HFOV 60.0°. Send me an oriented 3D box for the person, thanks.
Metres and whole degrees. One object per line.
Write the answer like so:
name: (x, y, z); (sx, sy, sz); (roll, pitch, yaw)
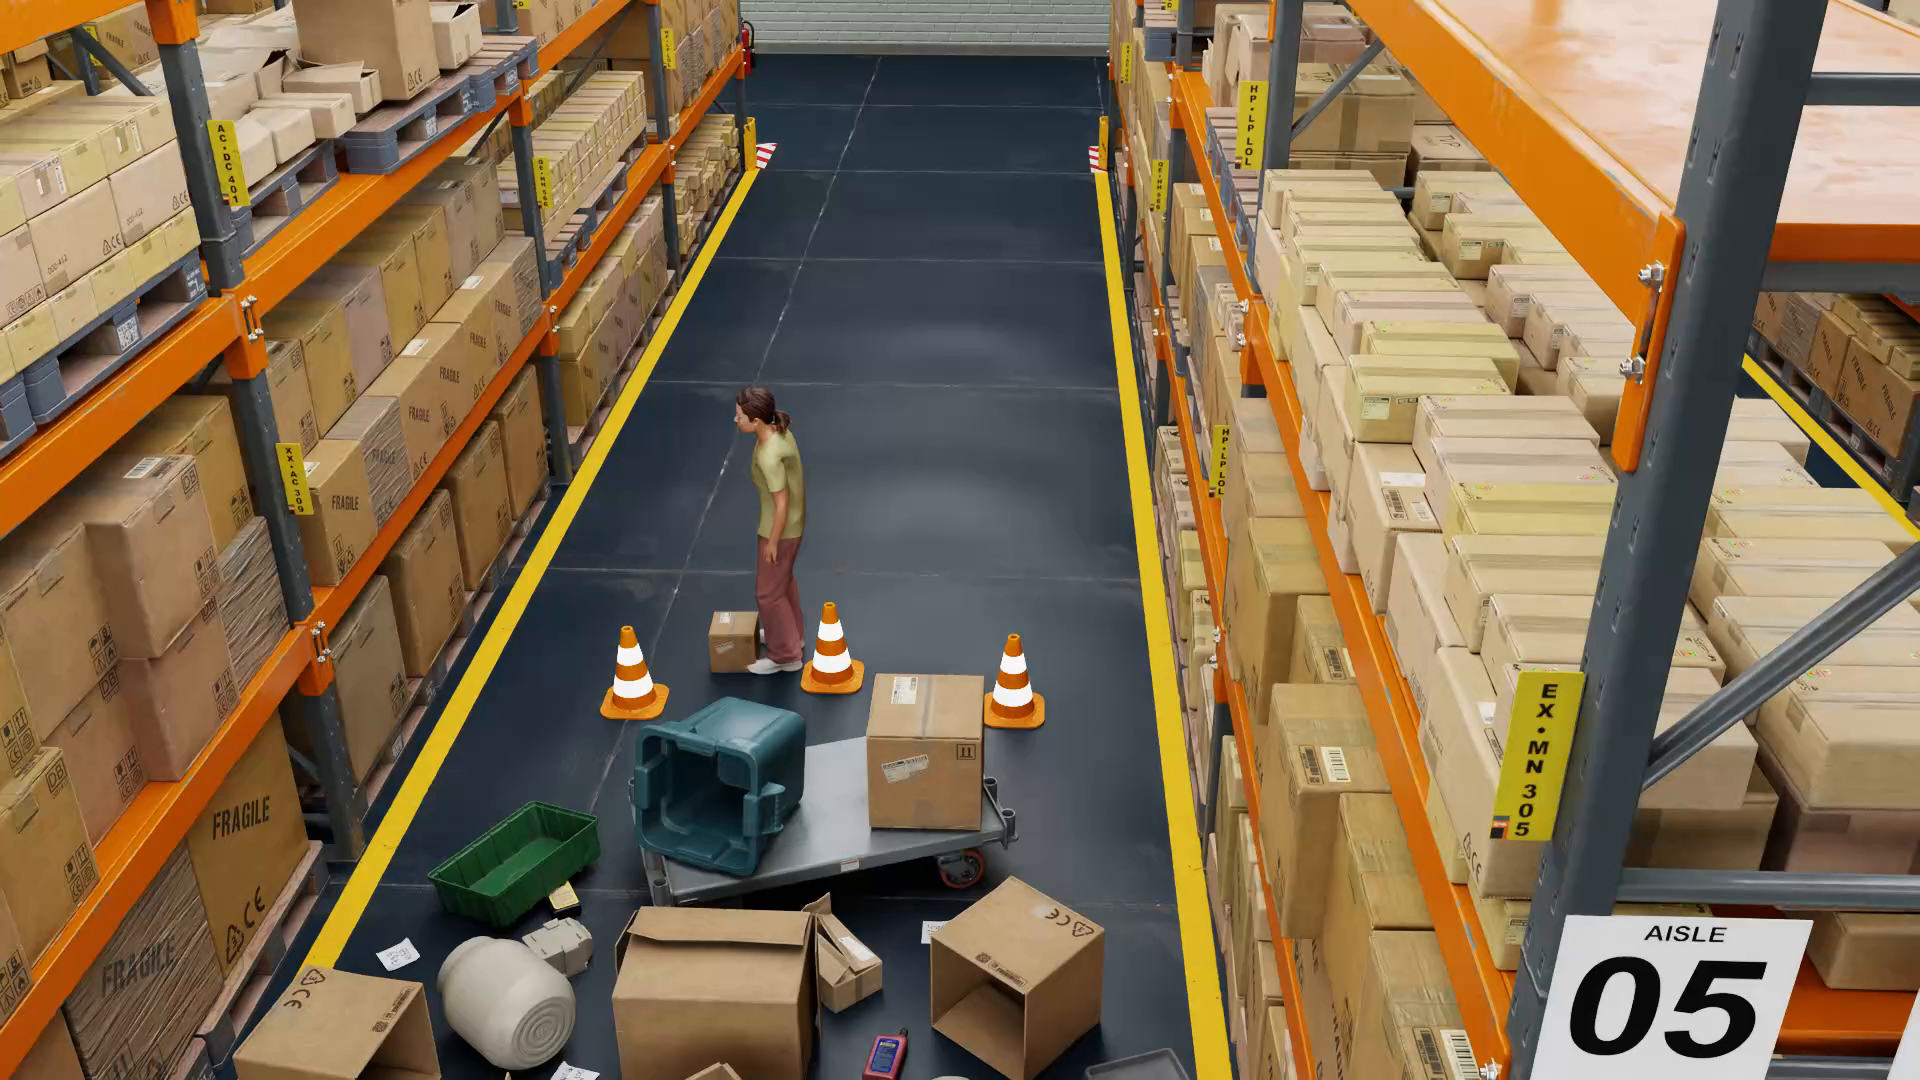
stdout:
person: (-1.006, -0.061, 8.963); (0.362, 1.671, 0.519); (-1, 28, -1)
